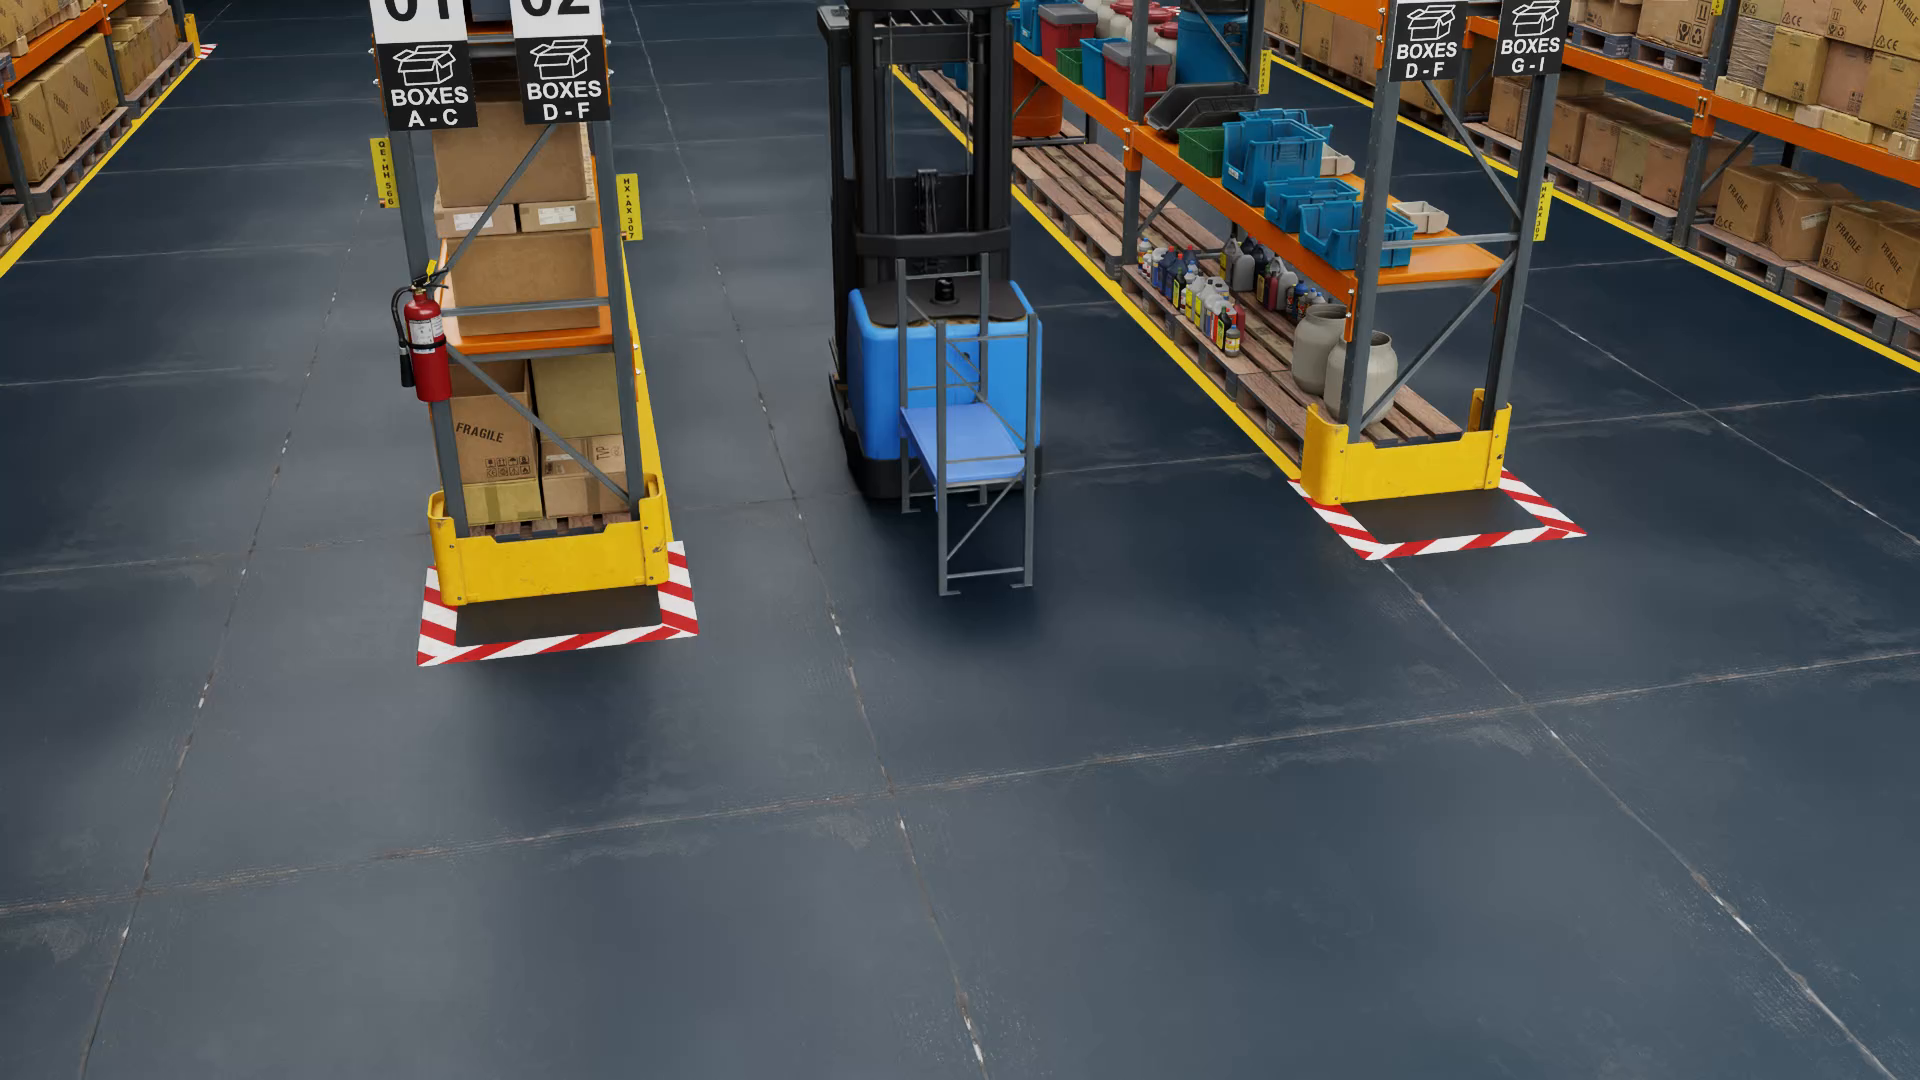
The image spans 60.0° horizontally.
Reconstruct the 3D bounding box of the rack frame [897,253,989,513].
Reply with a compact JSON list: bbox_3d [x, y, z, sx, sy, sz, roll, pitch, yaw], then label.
[{"bbox_3d":[-0.091,-0.854,9.277,0.500,1.500,0.032,-6,27,-11],"label":"rack frame"}]

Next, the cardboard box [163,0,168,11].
[{"bbox_3d":[-10.116,-6.684,20.752,0.380,0.149,0.250,-6,27,-12],"label":"cardboard box"}]

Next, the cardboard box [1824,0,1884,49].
[{"bbox_3d":[6.684,-3.861,12.019,0.500,0.500,0.500,-6,27,-12],"label":"cardboard box"}]

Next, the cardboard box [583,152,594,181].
[{"bbox_3d":[-2.197,-2.003,9.059,0.380,0.149,0.250,-6,27,-12],"label":"cardboard box"}]

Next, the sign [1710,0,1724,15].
[{"bbox_3d":[6.064,-4.358,13.270,0.100,0.325,0.005,-6,27,-12],"label":"sign"}]

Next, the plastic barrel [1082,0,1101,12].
[{"bbox_3d":[1.317,-4.772,15.251,0.421,0.512,0.421,0,27,0],"label":"plastic barrel"}]

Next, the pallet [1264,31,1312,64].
[{"bbox_3d":[4.706,-6.508,21.909,1.003,0.211,1.213,-6,27,-12],"label":"pallet"}]

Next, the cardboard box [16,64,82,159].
[{"bbox_3d":[-9.004,-4.095,15.954,0.750,0.750,0.750,-6,27,-12],"label":"cardboard box"}]

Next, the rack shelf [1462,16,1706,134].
[{"bbox_3d":[6.154,-4.456,15.547,1.077,0.370,4.000,-6,27,-12],"label":"rack shelf"}]

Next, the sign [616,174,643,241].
[{"bbox_3d":[-1.605,-1.614,8.071,0.100,0.325,0.005,-6,27,-12],"label":"sign"}]

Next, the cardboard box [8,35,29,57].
[{"bbox_3d":[-8.649,-4.448,14.989,0.380,0.149,0.250,-5,27,-10],"label":"cardboard box"}]

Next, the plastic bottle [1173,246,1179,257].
[{"bbox_3d":[1.627,-2.067,12.543,0.061,0.283,0.133,-6,27,-12],"label":"plastic bottle"}]

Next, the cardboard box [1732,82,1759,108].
[{"bbox_3d":[6.403,-3.551,13.235,0.380,0.149,0.250,-6,27,-12],"label":"cardboard box"}]

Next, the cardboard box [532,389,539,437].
[{"bbox_3d":[-2.794,-0.742,9.976,0.500,0.250,0.500,-6,27,-12],"label":"cardboard box"}]

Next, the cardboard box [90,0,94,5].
[{"bbox_3d":[-9.324,-5.679,17.429,0.380,0.149,0.250,-6,27,-11],"label":"cardboard box"}]

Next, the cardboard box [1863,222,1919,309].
[{"bbox_3d":[7.091,-2.026,12.243,0.500,0.500,0.500,-3,27,-7],"label":"cardboard box"}]

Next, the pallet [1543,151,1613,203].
[{"bbox_3d":[6.149,-3.532,16.014,1.003,0.211,1.213,-6,27,-12],"label":"pallet"}]

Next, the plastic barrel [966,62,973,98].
[{"bbox_3d":[0.282,-5.177,18.472,0.421,0.512,0.421,0,27,0],"label":"plastic barrel"}]

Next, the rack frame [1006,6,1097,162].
[{"bbox_3d":[0.877,-5.152,16.128,1.000,3.000,0.127,-6,27,-12],"label":"rack frame"}]

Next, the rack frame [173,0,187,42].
[{"bbox_3d":[-10.578,-7.658,21.093,1.000,3.000,0.127,-6,27,-12],"label":"rack frame"}]

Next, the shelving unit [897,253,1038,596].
[{"bbox_3d":[0.020,-0.630,8.834,0.538,1.500,1.048,-6,27,-11],"label":"shelving unit"}]

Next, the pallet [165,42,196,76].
[{"bbox_3d":[-10.321,-6.070,21.042,1.003,0.211,1.213,-6,27,-12],"label":"pallet"}]

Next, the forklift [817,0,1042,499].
[{"bbox_3d":[-0.270,-2.186,10.328,1.130,2.935,3.031,-4,27,-8],"label":"forklift"}]

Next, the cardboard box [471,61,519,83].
[{"bbox_3d":[-2.375,-2.222,8.773,0.700,0.500,0.500,-7,28,-13],"label":"cardboard box"}]

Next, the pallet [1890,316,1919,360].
[{"bbox_3d":[7.340,-1.292,11.575,1.003,0.211,1.213,-6,27,-12],"label":"pallet"}]

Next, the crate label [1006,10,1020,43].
[{"bbox_3d":[0.607,-4.854,15.724,0.303,0.233,0.416,-6,27,-12],"label":"crate label"}]

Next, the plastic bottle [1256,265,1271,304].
[{"bbox_3d":[2.227,-1.879,12.169,0.061,0.283,0.133,-6,27,-12],"label":"plastic bottle"}]

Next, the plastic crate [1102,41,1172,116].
[{"bbox_3d":[1.371,-3.606,12.995,0.402,0.464,0.583,-6,27,-12],"label":"plastic crate"}]

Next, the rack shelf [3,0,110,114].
[{"bbox_3d":[-9.226,-4.703,16.037,1.077,0.370,4.000,-6,27,-12],"label":"rack shelf"}]

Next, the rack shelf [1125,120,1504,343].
[{"bbox_3d":[2.229,-2.197,11.072,1.077,0.370,4.000,-6,27,-12],"label":"rack shelf"}]

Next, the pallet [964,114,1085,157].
[{"bbox_3d":[0.659,-4.249,17.434,1.003,0.211,1.213,-6,27,-12],"label":"pallet"}]

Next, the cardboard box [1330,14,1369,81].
[{"bbox_3d":[5.167,-5.979,19.658,1.225,0.875,0.875,-7,28,-13],"label":"cardboard box"}]

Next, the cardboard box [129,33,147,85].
[{"bbox_3d":[-9.855,-5.533,19.192,0.700,0.500,0.500,-6,27,-12],"label":"cardboard box"}]

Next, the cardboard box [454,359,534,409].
[{"bbox_3d":[-2.797,-1.076,9.806,0.500,0.500,0.500,-6,27,-12],"label":"cardboard box"}]

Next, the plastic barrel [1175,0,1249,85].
[{"bbox_3d":[1.987,-3.820,12.933,0.600,0.901,0.708,-6,27,-12],"label":"plastic barrel"}]

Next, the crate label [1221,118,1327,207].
[{"bbox_3d":[2.002,-2.436,10.709,0.502,0.435,0.616,-6,27,-12],"label":"crate label"}]

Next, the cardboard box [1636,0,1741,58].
[{"bbox_3d":[6.562,-4.717,14.135,1.000,1.000,1.000,-6,27,-11],"label":"cardboard box"}]

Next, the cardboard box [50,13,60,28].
[{"bbox_3d":[-9.081,-5.117,16.316,0.380,0.149,0.250,-7,28,-13],"label":"cardboard box"}]

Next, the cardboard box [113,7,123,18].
[{"bbox_3d":[-10.317,-6.313,20.016,0.380,0.149,0.250,-6,27,-11],"label":"cardboard box"}]

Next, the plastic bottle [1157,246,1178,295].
[{"bbox_3d":[1.556,-2.013,12.362,0.144,0.351,0.185,-5,27,-10],"label":"plastic bottle"}]

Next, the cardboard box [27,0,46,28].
[{"bbox_3d":[-8.855,-5.020,15.404,0.500,0.500,0.500,-6,27,-12],"label":"cardboard box"}]

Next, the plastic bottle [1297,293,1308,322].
[{"bbox_3d":[2.453,-1.653,11.813,0.097,0.201,0.097,0,27,0],"label":"plastic bottle"}]

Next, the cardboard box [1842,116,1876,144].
[{"bbox_3d":[6.711,-3.005,12.153,0.380,0.149,0.250,-6,27,-12],"label":"cardboard box"}]

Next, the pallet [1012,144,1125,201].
[{"bbox_3d":[1.014,-3.563,16.075,1.003,0.211,1.213,-6,27,-12],"label":"pallet"}]

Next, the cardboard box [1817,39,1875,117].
[{"bbox_3d":[6.935,-3.440,12.296,0.875,0.500,0.500,-6,27,-12],"label":"cardboard box"}]

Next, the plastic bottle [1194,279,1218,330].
[{"bbox_3d":[1.737,-1.662,11.666,0.144,0.351,0.185,-5,27,-9],"label":"plastic bottle"}]

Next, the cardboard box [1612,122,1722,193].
[{"bbox_3d":[6.398,-3.463,15.067,0.700,0.500,0.500,-6,27,-12],"label":"cardboard box"}]

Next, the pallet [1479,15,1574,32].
[{"bbox_3d":[5.967,-5.267,16.570,1.213,0.211,1.003,-6,27,-12],"label":"pallet"}]

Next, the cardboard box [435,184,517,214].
[{"bbox_3d":[-2.479,-1.736,8.530,0.380,0.149,0.250,-5,27,-10],"label":"cardboard box"}]

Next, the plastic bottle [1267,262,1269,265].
[{"bbox_3d":[2.325,-1.975,12.360,0.061,0.283,0.133,-4,27,-8],"label":"plastic bottle"}]
